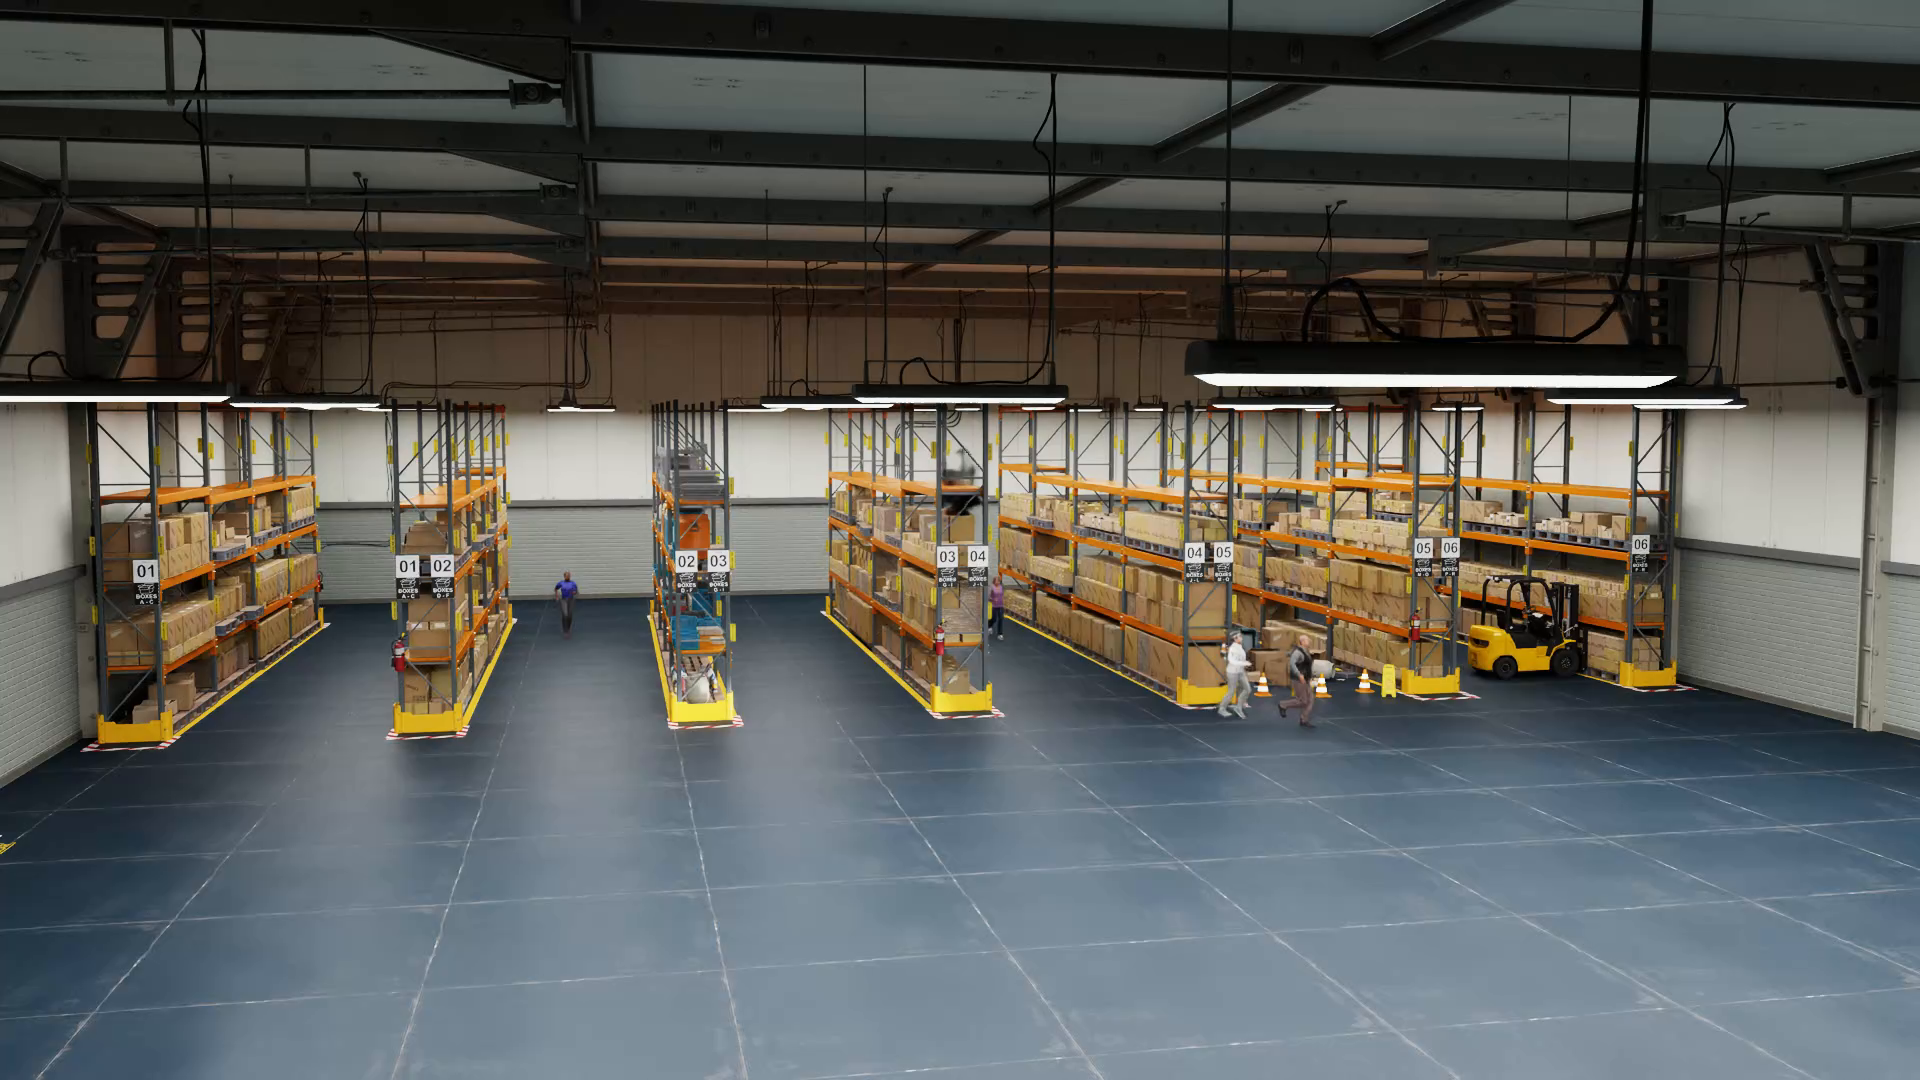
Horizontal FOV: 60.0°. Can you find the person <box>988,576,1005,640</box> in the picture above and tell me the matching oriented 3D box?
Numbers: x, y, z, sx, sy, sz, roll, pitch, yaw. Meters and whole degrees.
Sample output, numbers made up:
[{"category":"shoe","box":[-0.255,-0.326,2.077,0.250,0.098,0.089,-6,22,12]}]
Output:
[{"category":"person","box":[0.925,1.723,42.446,0.541,1.593,0.870,-2,5,-20]}]

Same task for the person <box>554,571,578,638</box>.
[{"category":"person","box":[-10.146,1.667,42.944,0.551,1.704,0.780,-2,5,-26]}]

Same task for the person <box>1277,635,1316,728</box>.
[{"category":"person","box":[6.228,2.587,30.599,0.730,1.698,0.682,3,5,30]}]

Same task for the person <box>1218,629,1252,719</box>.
[{"category":"person","box":[5.205,2.530,31.272,0.675,1.720,0.606,3,5,34]}]
